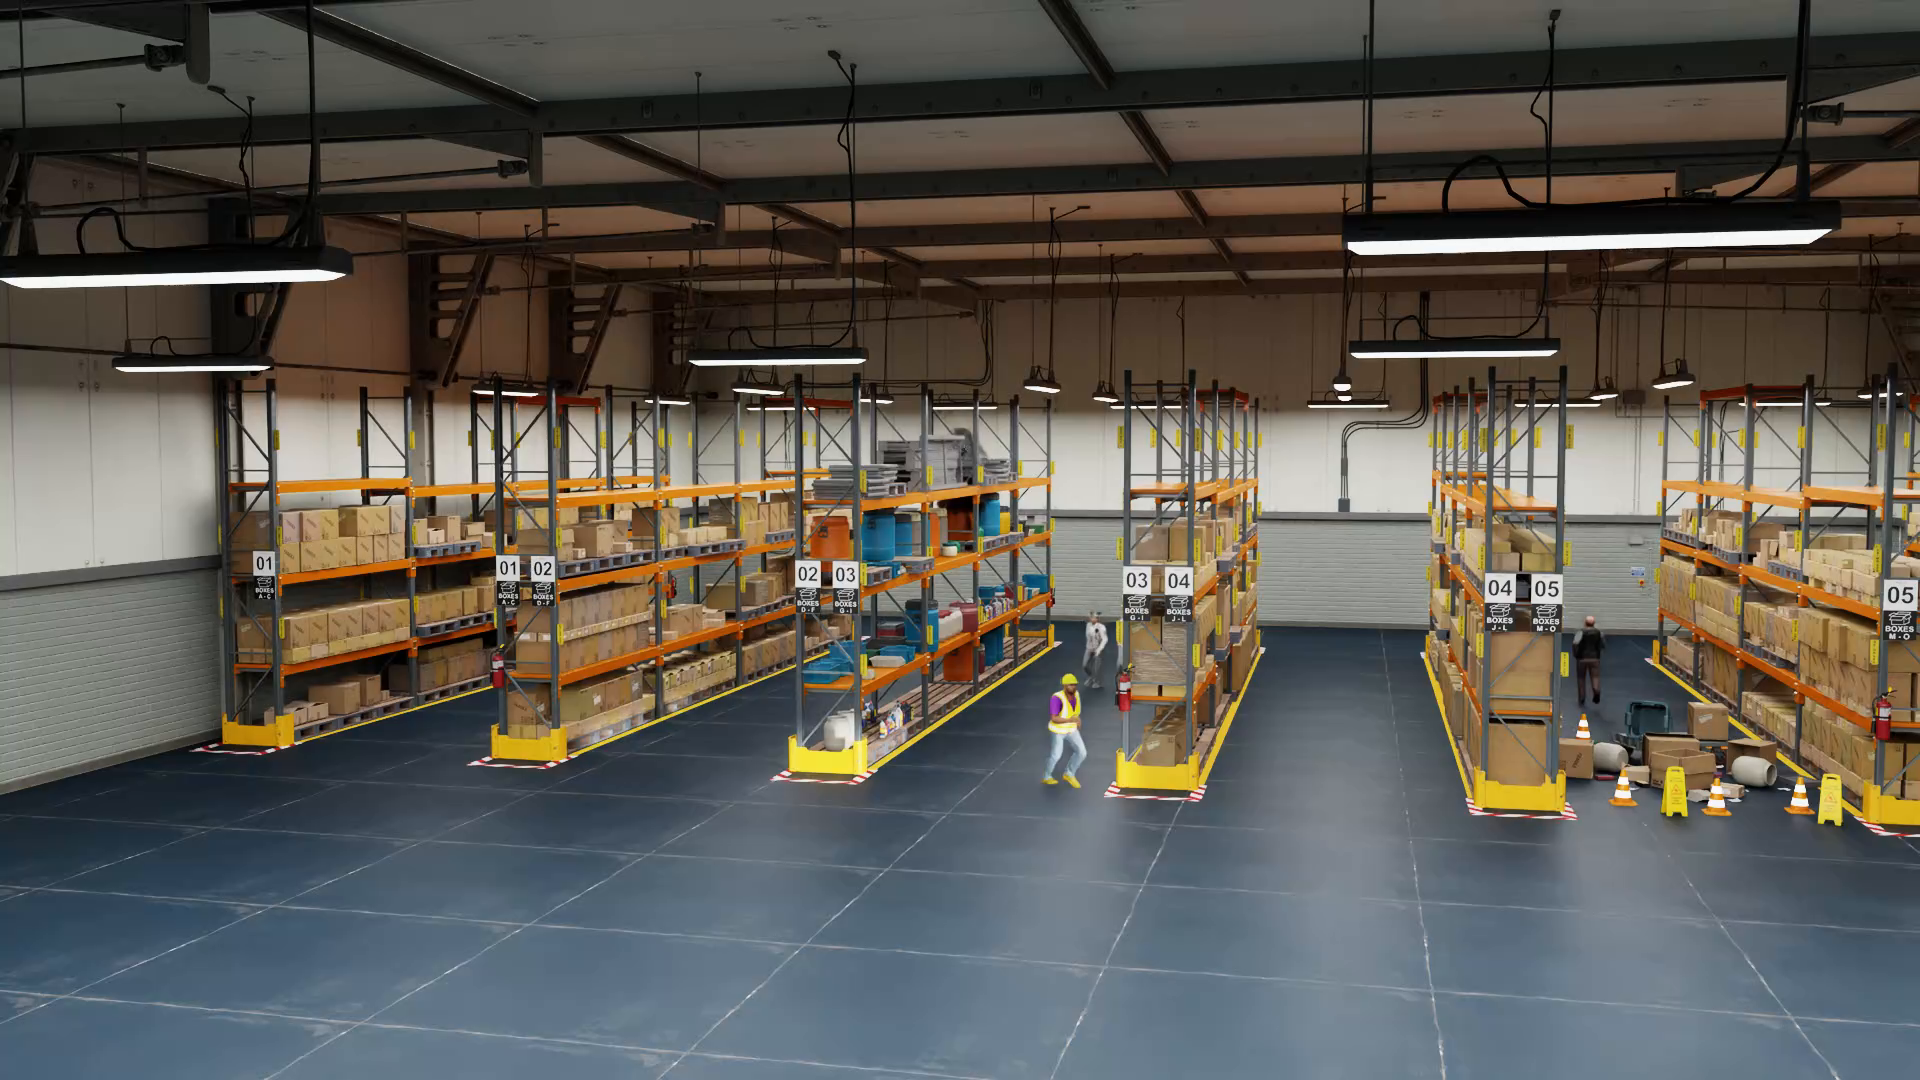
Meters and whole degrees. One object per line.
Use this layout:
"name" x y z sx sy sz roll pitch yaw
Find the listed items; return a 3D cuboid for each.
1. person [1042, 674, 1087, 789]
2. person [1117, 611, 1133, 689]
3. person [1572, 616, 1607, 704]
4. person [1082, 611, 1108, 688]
"person" 1.512 2.730 23.760 0.717 1.686 0.964 -2 4 -33
"person" 3.397 2.180 33.413 0.588 1.702 0.724 1 4 14
"person" 11.826 2.270 31.282 0.653 1.699 0.905 1 3 9
"person" 2.714 2.192 33.254 0.585 1.602 0.687 2 4 28
